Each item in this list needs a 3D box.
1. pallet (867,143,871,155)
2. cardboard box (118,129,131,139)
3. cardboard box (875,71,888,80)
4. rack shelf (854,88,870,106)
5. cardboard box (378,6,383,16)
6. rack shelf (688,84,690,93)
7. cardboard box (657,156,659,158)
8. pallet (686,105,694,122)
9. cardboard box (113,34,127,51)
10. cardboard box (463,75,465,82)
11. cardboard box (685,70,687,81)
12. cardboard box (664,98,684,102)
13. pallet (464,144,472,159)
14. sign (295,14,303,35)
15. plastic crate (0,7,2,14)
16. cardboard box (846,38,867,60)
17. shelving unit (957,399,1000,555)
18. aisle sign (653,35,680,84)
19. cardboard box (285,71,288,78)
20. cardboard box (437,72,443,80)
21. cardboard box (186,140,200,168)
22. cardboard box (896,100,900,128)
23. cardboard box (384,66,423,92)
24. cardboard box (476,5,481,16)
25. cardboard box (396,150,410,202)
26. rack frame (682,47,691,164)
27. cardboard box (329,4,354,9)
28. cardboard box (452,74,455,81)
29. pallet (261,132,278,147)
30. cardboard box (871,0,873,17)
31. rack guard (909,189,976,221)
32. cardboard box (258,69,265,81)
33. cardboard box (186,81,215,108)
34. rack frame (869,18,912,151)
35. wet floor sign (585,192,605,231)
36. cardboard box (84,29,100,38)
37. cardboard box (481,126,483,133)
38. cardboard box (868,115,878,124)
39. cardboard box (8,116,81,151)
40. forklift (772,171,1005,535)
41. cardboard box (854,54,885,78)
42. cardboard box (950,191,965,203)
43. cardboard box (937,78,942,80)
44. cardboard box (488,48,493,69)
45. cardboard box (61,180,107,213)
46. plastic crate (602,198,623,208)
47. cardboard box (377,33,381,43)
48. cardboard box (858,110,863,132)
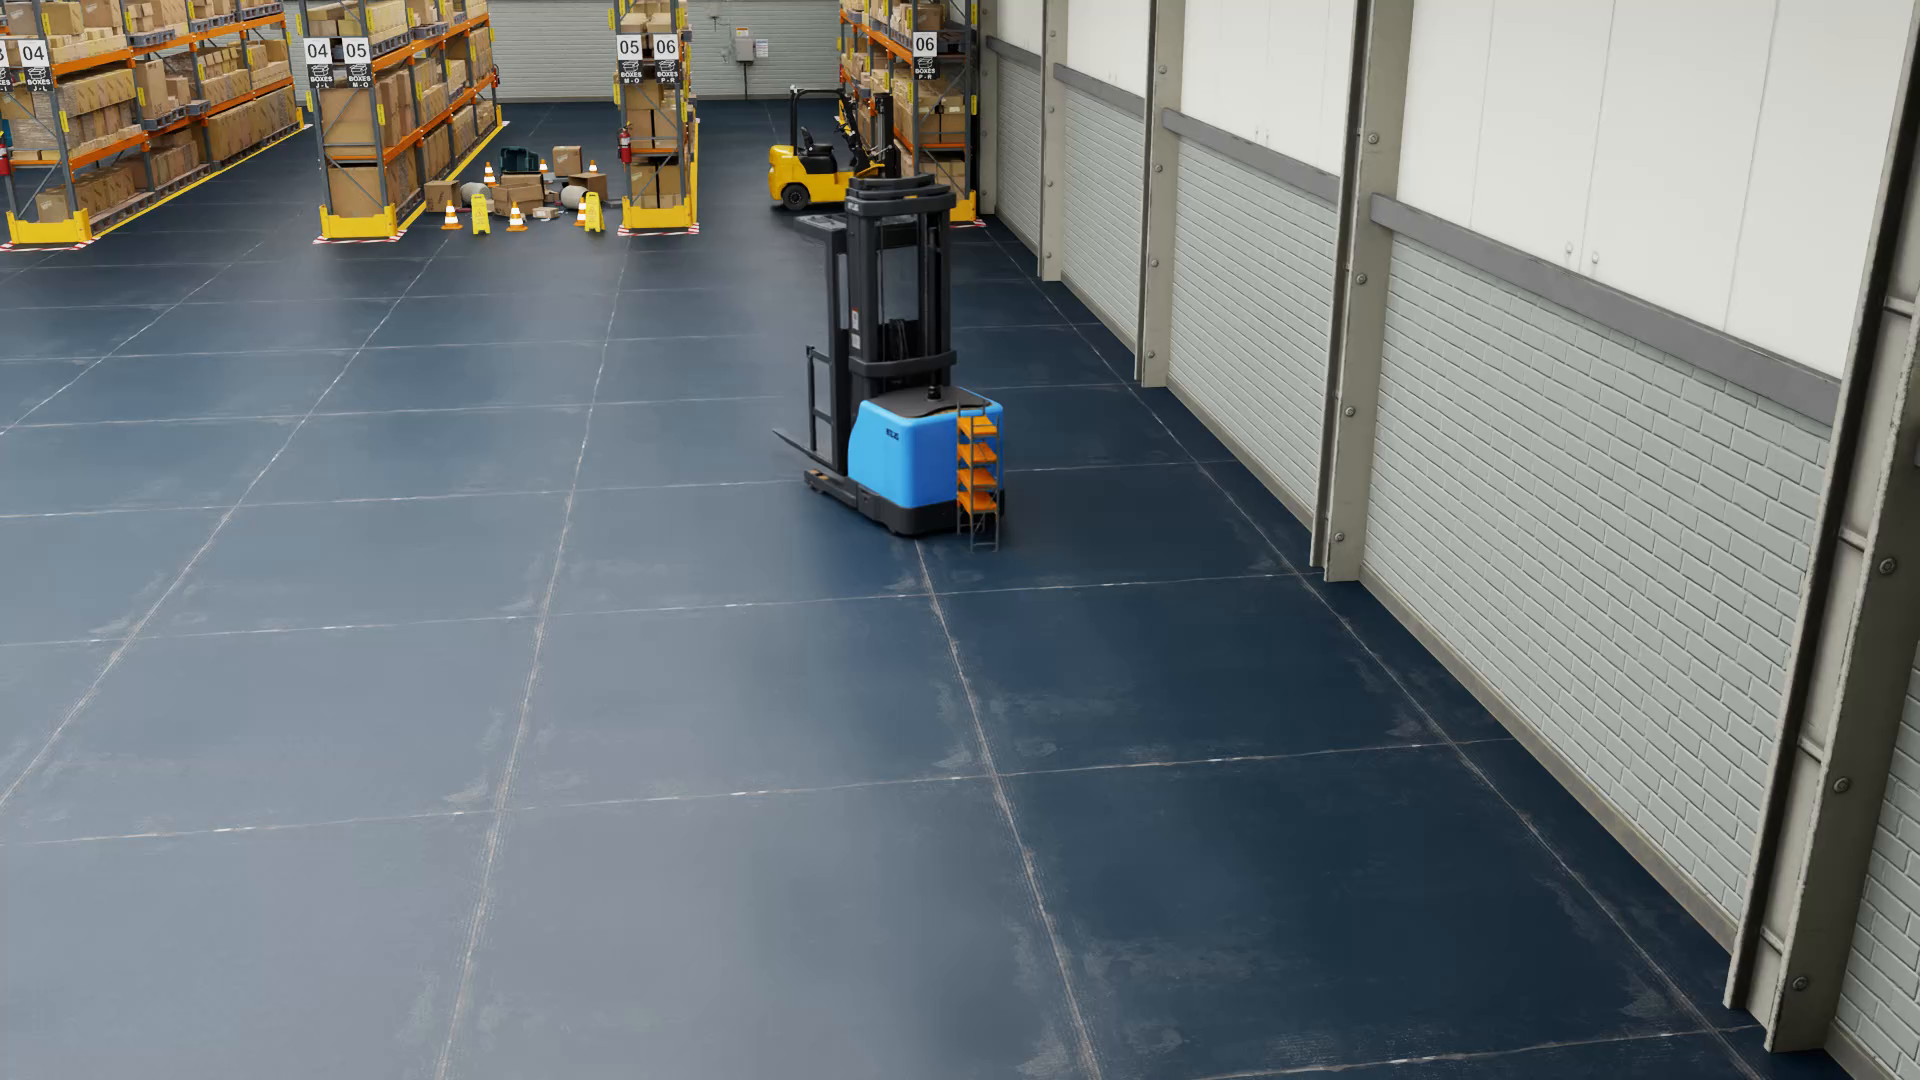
[{"bbox_3d":[-1.539,-8.814,37.588,1.003,0.211,1.213,-3,21,-8],"label":"pallet"},{"bbox_3d":[-15.138,-7.289,29.877,0.380,0.149,0.250,-3,21,-8],"label":"cardboard box"},{"bbox_3d":[-1.612,-9.905,35.454,0.380,0.149,0.250,-2,21,-6],"label":"cardboard box"},{"bbox_3d":[-1.757,-10.215,38.382,1.077,0.370,4.000,-3,21,-8],"label":"rack shelf"},{"bbox_3d":[-9.989,-8.942,28.134,0.380,0.149,0.250,-3,21,-9],"label":"cardboard box"},{"bbox_3d":[-6.668,-9.964,37.709,1.077,0.370,4.000,-3,21,-8],"label":"rack shelf"},{"bbox_3d":[-5.824,-6.901,30.738,0.500,0.500,0.500,-2,21,-5],"label":"cardboard box"},{"bbox_3d":[-5.770,-8.405,32.782,1.003,0.211,1.213,-3,21,-8],"label":"pallet"},{"bbox_3d":[-15.286,-8.914,29.796,0.500,0.250,0.500,-2,21,-6],"label":"cardboard box"},{"bbox_3d":[-11.549,-10.570,38.063,0.380,0.149,0.250,-3,21,-7],"label":"cardboard box"},{"bbox_3d":[-5.718,-9.128,33.275,0.500,0.500,0.500,-3,21,-8],"label":"cardboard box"},{"bbox_3d":[-5.254,-7.734,30.142,0.500,0.500,0.500,-3,21,-9],"label":"cardboard box"},{"bbox_3d":[-11.547,-8.709,37.308,1.003,0.211,1.213,-3,21,-8],"label":"pallet"},{"bbox_3d":[-10.649,-8.314,26.824,0.100,0.325,0.005,-3,21,-8],"label":"sign"},{"bbox_3d":[-22.227,-12.195,38.537,0.437,0.282,0.530,-3,21,-8],"label":"plastic crate"},{"bbox_3d":[-2.606,-12.360,41.814,0.500,0.500,0.500,-2,21,-6],"label":"cardboard box"},{"bbox_3d":[0.152,-0.535,14.008,0.258,1.200,0.503,-5,21,-12],"label":"shelving unit"},{"bbox_3d":[-4.911,-8.050,27.842,0.394,0.787,0.004,-3,21,-8],"label":"aisle sign"},{"bbox_3d":[-16.923,-11.564,41.324,0.380,0.149,0.250,-3,21,-7],"label":"cardboard box"},{"bbox_3d":[-11.139,-9.853,35.292,0.380,0.149,0.250,-3,21,-8],"label":"cardboard box"},{"bbox_3d":[-16.070,-7.913,34.132,0.700,0.500,0.500,-4,21,-11],"label":"cardboard box"},{"bbox_3d":[-0.921,-8.000,31.280,0.500,0.500,0.500,-3,21,-8],"label":"cardboard box"},{"bbox_3d":[-10.913,-8.979,32.471,0.700,0.500,0.500,-3,21,-7],"label":"cardboard box"},{"bbox_3d":[-11.854,-12.752,40.074,0.500,0.250,0.500,-2,21,-5],"label":"cardboard box"},{"bbox_3d":[-10.532,-6.607,30.129,0.875,0.875,0.875,-3,21,-7],"label":"cardboard box"},{"bbox_3d":[-6.380,-9.608,35.729,1.000,3.000,0.127,-3,21,-8],"label":"rack frame"},{"bbox_3d":[-10.786,-9.260,28.984,0.380,0.149,0.250,-3,21,-8],"label":"cardboard box"},{"bbox_3d":[-11.322,-10.165,36.554,0.380,0.149,0.250,-3,21,-8],"label":"cardboard box"},{"bbox_3d":[-16.795,-9.454,39.302,1.003,0.211,1.213,-3,21,-8],"label":"pallet"},{"bbox_3d":[-1.605,-11.292,35.065,0.500,0.500,0.500,-3,21,-7],"label":"cardboard box"},{"bbox_3d":[-0.312,-5.911,29.401,1.175,0.500,0.348,-3,21,-8],"label":"rack guard"},{"bbox_3d":[-16.638,-10.911,39.005,0.500,0.250,0.500,-3,21,-8],"label":"cardboard box"},{"bbox_3d":[-15.987,-9.337,34.860,0.500,0.500,0.500,-2,21,-6],"label":"cardboard box"},{"bbox_3d":[-1.469,-9.860,36.402,1.000,3.000,0.127,-3,21,-8],"label":"rack frame"},{"bbox_3d":[-6.258,-5.616,28.404,0.267,0.644,0.232,4,21,11],"label":"wet floor sign"},{"bbox_3d":[-15.178,-8.780,28.869,0.380,0.149,0.250,-2,21,-6],"label":"cardboard box"},{"bbox_3d":[-11.613,-9.804,39.727,0.380,0.149,0.250,-2,21,-6],"label":"cardboard box"},{"bbox_3d":[-1.860,-9.441,37.325,0.380,0.149,0.250,-4,21,-11],"label":"cardboard box"},{"bbox_3d":[-15.085,-6.717,27.418,0.875,0.500,0.500,-3,21,-8],"label":"cardboard box"},{"bbox_3d":[-0.805,-1.883,15.142,1.130,2.935,3.031,-12,24,-29],"label":"forklift"},{"bbox_3d":[-2.122,-11.130,39.061,0.700,0.500,0.500,-3,21,-7],"label":"cardboard box"},{"bbox_3d":[-0.193,-6.179,29.876,0.500,0.250,0.500,-3,21,-8],"label":"cardboard box"},{"bbox_3d":[-0.547,-8.870,32.256,0.380,0.149,0.250,-3,21,-8],"label":"cardboard box"},{"bbox_3d":[-12.097,-12.137,41.931,0.500,0.500,0.500,-2,21,-7],"label":"cardboard box"},{"bbox_3d":[-15.298,-6.004,29.052,0.500,0.500,0.500,-1,21,-3],"label":"cardboard box"},{"bbox_3d":[-6.388,-6.271,30.965,0.402,0.080,0.583,-11,23,-26],"label":"plastic crate"},{"bbox_3d":[-9.916,-8.395,27.808,0.380,0.149,0.250,-3,21,-8],"label":"cardboard box"},{"bbox_3d":[-2.198,-10.092,39.996,0.500,0.500,0.500,-2,21,-5],"label":"cardboard box"}]
